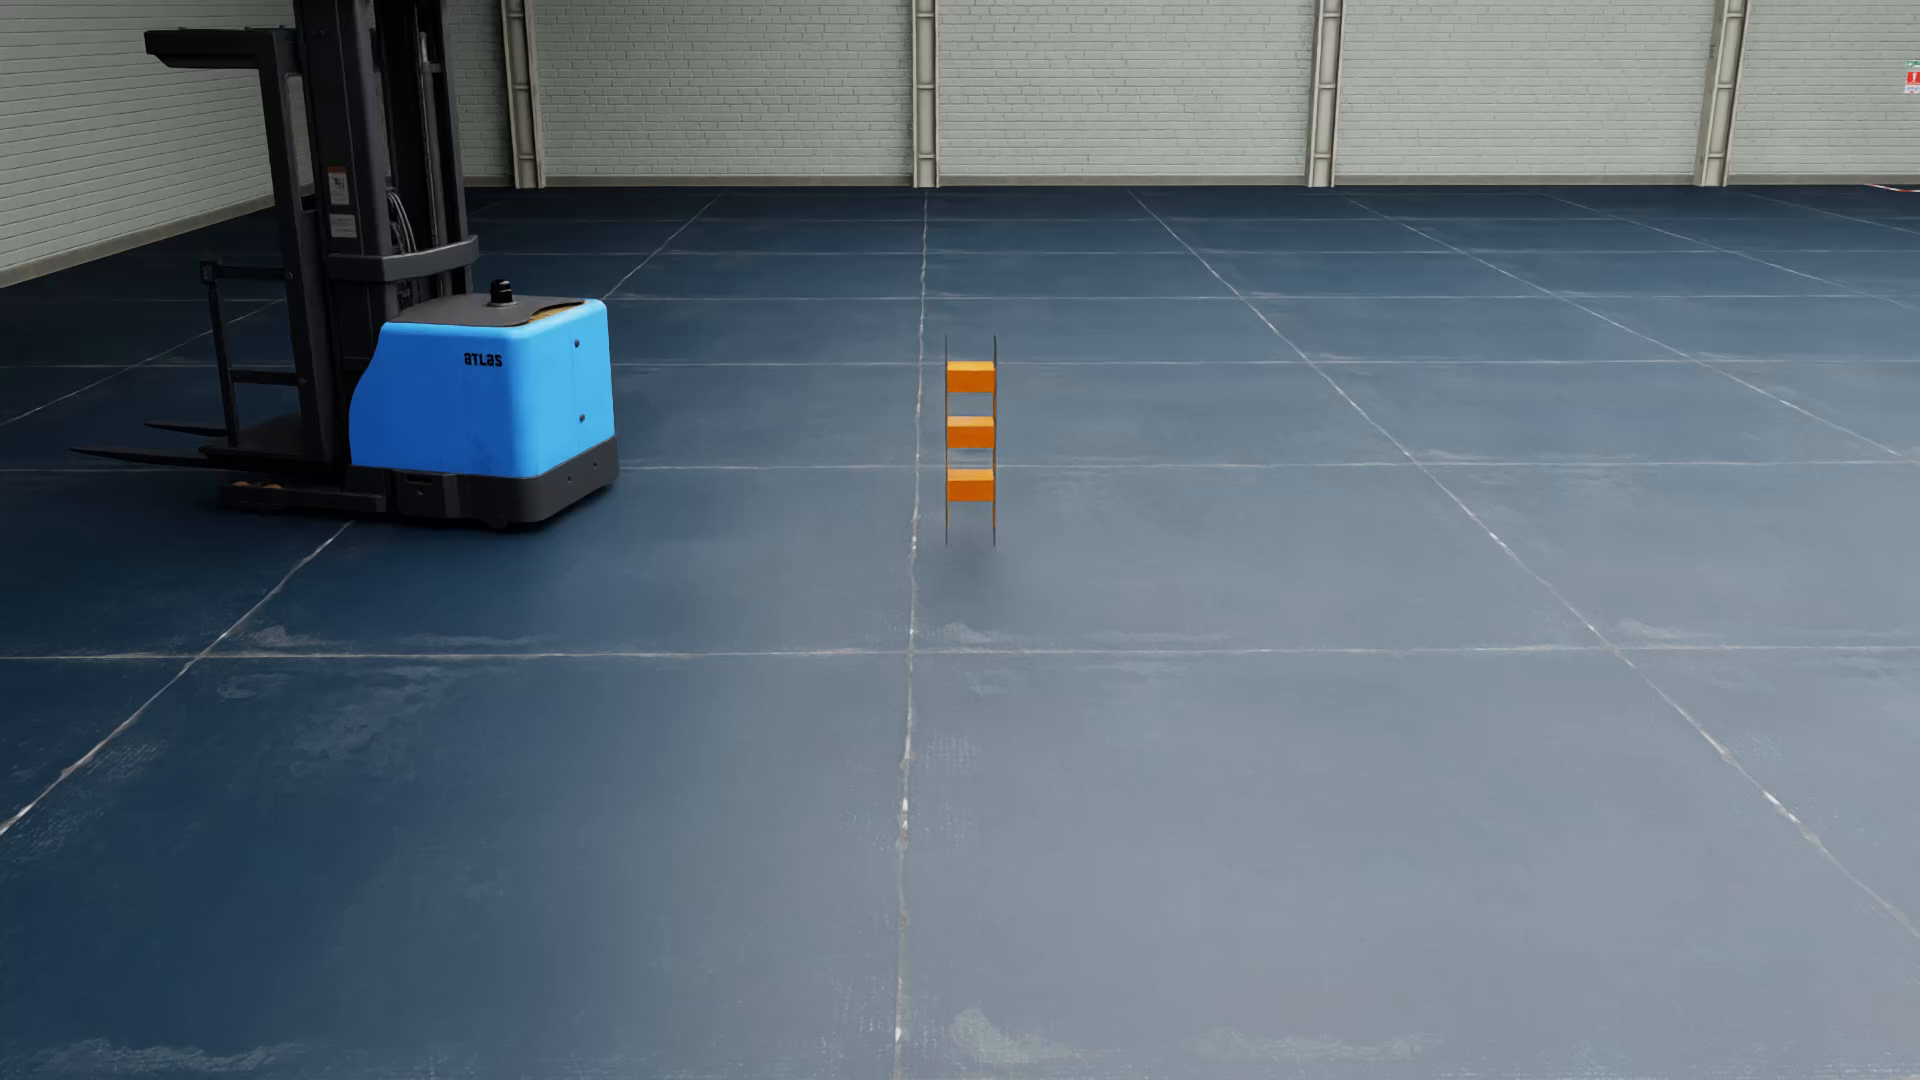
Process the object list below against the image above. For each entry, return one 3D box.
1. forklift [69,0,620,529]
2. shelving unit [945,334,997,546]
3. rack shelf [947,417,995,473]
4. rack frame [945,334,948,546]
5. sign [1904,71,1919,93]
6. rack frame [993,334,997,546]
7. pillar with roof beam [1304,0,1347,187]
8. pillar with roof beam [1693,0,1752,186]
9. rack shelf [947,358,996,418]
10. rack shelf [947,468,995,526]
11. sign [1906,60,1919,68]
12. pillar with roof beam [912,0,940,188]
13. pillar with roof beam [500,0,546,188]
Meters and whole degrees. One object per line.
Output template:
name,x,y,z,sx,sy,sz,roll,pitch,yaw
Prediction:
forklift,-3.509,-1.680,8.988,3.031,2.935,1.130,5,18,14
shelving unit,0.053,-0.500,8.388,0.252,1.050,0.215,0,18,-1
rack shelf,0.053,-0.490,8.391,0.240,0.259,0.215,0,18,-1
rack frame,-0.068,-0.500,8.386,0.008,1.050,0.200,0,18,-1
sign,14.461,-6.942,25.219,0.234,0.329,0.001,0,18,-1
rack frame,0.175,-0.501,8.390,0.008,1.050,0.200,0,18,-1
pillar with roof beam,5.556,-8.380,19.940,0.400,9.000,9.100,0,18,-1
pillar with roof beam,11.556,-8.409,20.030,0.400,9.000,9.100,0,18,-1
rack shelf,0.053,-0.760,8.305,0.240,0.259,0.215,0,18,-1
rack shelf,0.053,-0.225,8.476,0.240,0.259,0.215,0,18,-1
sign,14.466,-7.192,25.129,0.331,0.109,0.001,0,18,-1
pillar with roof beam,-0.443,-8.351,19.849,0.400,9.000,9.100,0,18,-1
pillar with roof beam,-6.442,-8.322,19.759,0.400,9.000,9.100,0,18,-1
